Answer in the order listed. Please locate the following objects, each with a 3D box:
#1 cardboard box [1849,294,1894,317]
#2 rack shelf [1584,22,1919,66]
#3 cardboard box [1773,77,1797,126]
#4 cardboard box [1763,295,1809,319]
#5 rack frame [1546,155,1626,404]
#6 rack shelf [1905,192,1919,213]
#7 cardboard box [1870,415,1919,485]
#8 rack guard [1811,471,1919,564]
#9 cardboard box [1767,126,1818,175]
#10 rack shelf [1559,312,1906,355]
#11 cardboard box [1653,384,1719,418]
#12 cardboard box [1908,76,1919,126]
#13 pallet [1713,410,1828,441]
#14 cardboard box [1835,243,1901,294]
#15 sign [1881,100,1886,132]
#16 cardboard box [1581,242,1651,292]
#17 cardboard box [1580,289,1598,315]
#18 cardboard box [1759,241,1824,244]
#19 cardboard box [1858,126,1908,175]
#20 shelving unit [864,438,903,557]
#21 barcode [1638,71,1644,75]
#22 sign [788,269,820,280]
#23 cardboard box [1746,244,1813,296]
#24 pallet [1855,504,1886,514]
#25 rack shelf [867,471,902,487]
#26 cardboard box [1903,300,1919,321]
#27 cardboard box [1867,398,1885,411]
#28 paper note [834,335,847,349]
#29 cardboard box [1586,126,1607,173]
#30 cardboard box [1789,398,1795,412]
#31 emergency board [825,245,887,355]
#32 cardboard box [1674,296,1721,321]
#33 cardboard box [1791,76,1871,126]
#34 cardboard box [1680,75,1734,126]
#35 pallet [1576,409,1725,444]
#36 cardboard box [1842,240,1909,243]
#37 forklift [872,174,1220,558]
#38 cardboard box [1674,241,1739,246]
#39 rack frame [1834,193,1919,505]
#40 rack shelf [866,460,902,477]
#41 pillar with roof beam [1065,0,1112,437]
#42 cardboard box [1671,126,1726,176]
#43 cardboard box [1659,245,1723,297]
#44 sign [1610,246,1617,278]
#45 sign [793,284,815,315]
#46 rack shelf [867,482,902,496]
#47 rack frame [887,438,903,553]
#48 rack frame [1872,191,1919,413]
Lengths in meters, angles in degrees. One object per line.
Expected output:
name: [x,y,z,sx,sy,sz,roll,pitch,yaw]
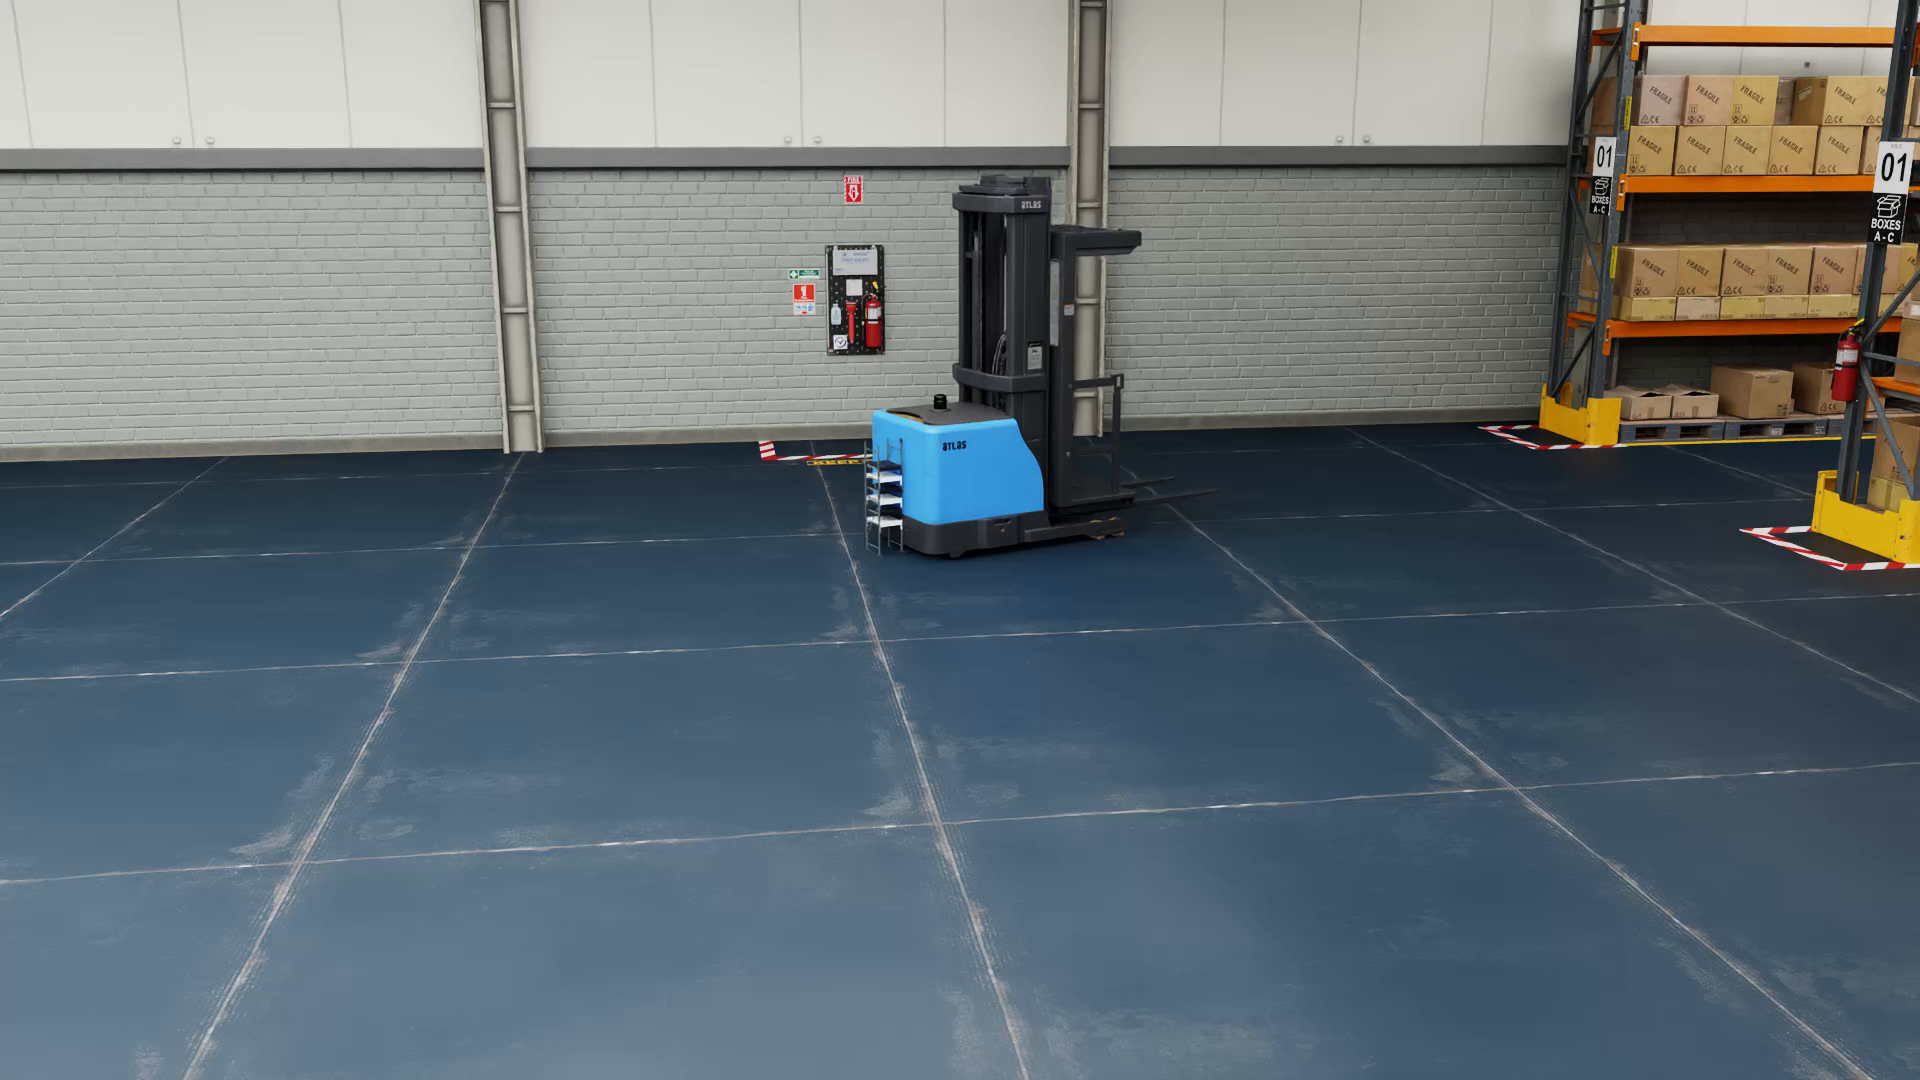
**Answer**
cardboard box: [9.761,-2.581,18.113,0.500,0.250,0.500,-2,14,-8]
rack shelf: [8.700,-5.237,17.590,4.000,0.370,1.077,-2,14,-8]
cardboard box: [8.637,-4.733,17.959,0.500,0.500,0.500,-2,14,-8]
cardboard box: [8.768,-2.540,17.952,0.500,0.250,0.500,-2,14,-8]
rack frame: [6.722,-2.605,17.943,0.127,3.000,1.000,-2,14,-8]
rack shelf: [9.442,-2.592,13.203,4.000,0.370,1.077,-2,14,-8]
cardboard box: [7.950,-0.738,13.747,0.500,0.500,0.500,-2,14,-8]
rack guard: [7.440,-0.200,13.492,0.348,0.500,1.175,-2,14,-8]
cardboard box: [8.666,-4.125,17.592,0.500,0.500,0.500,-1,14,-5]
rack shelf: [8.700,-2.329,18.319,4.000,0.370,1.077,-2,14,-8]
cardboard box: [7.984,-1.538,18.312,0.500,0.311,0.500,-1,14,-4]
cardboard box: [10.223,-4.665,17.687,0.500,0.500,0.500,-3,14,-13]
pallet: [8.810,-1.320,18.549,1.213,0.211,1.003,-2,14,-8]
cardboard box: [9.764,-2.940,18.003,0.500,0.500,0.500,-2,14,-9]
sign: [7.397,-3.391,13.251,0.005,0.325,0.100,-2,14,-8]
cardboard box: [7.157,-2.974,18.139,0.500,0.500,0.500,-2,14,-9]
cardboard box: [7.156,-2.605,18.212,0.500,0.250,0.500,-2,14,-7]
cardboard box: [9.176,-3.049,18.440,0.500,0.500,0.500,-2,14,-7]
cardboard box: [9.713,-4.170,17.770,0.500,0.500,0.500,-3,14,-13]
shelving unit: [-0.607,-0.342,13.236,0.210,0.900,0.258,-8,16,-30]
barcode: [7.350,-5.030,17.953,0.075,0.075,0.001,-2,14,-8]
sign: [-1.653,-2.818,17.628,0.331,0.109,0.001,-2,14,-8]
cardboard box: [8.750,-2.905,17.864,0.500,0.500,0.500,-2,14,-7]
pallet: [8.214,-0.099,13.682,1.213,0.211,1.003,-2,14,-8]
rack shelf: [-0.607,-0.484,13.200,0.200,0.077,0.258,-8,16,-30]
cardboard box: [7.813,-1.836,13.339,0.250,0.149,0.380,-2,14,-9]
cardboard box: [10.153,-1.562,18.706,0.250,0.166,0.380,-4,15,-16]
paper note: [-1.282,-2.124,17.834,0.142,0.148,0.016,-2,14,-8]
cardboard box: [7.097,-4.194,17.866,0.500,0.500,0.500,-1,14,-4]
cardboard box: [9.093,-1.527,18.602,0.250,0.149,0.380,-3,14,-13]
emergency board: [-1.097,-2.541,17.686,0.643,1.169,0.194,-2,14,-8]
cardboard box: [7.763,-2.505,17.813,0.500,0.250,0.500,-3,14,-10]
cardboard box: [9.167,-4.621,17.512,0.500,0.500,0.500,-3,14,-10]
cardboard box: [7.643,-4.565,17.288,0.500,0.500,0.500,-2,14,-9]
pallet: [7.606,-1.276,18.376,1.213,0.211,1.003,-2,14,-8]
cardboard box: [10.182,-3.084,18.578,0.500,0.500,0.500,-2,14,-10]
forklift: [0.802,-1.524,13.775,3.031,2.935,1.130,-8,16,-30]
cardboard box: [8.167,-3.010,18.281,0.500,0.500,0.500,-2,14,-10]
rack frame: [7.464,-1.414,13.192,0.127,3.000,1.000,-2,14,-8]
rack shelf: [-0.607,-0.572,13.178,0.200,0.077,0.258,-8,16,-30]
pillar with roof beam: [1.994,-4.495,13.148,0.400,9.000,9.100,-2,14,-8]
cardboard box: [7.627,-4.081,17.415,0.500,0.500,0.500,-1,14,-5]
cardboard box: [7.729,-2.866,17.710,0.500,0.500,0.500,-2,14,-8]
sign: [6.803,-2.894,17.317,0.005,0.325,0.100,-2,14,-8]
sign: [-1.659,-2.563,17.701,0.234,0.329,0.001,-2,14,-8]
rack shelf: [-0.607,-0.397,13.222,0.200,0.077,0.258,-8,16,-30]
rack frame: [-0.520,-0.355,13.286,0.006,0.900,0.240,-8,16,-30]
rack frame: [10.678,-2.750,18.521,0.127,3.000,1.000,-2,14,-8]
